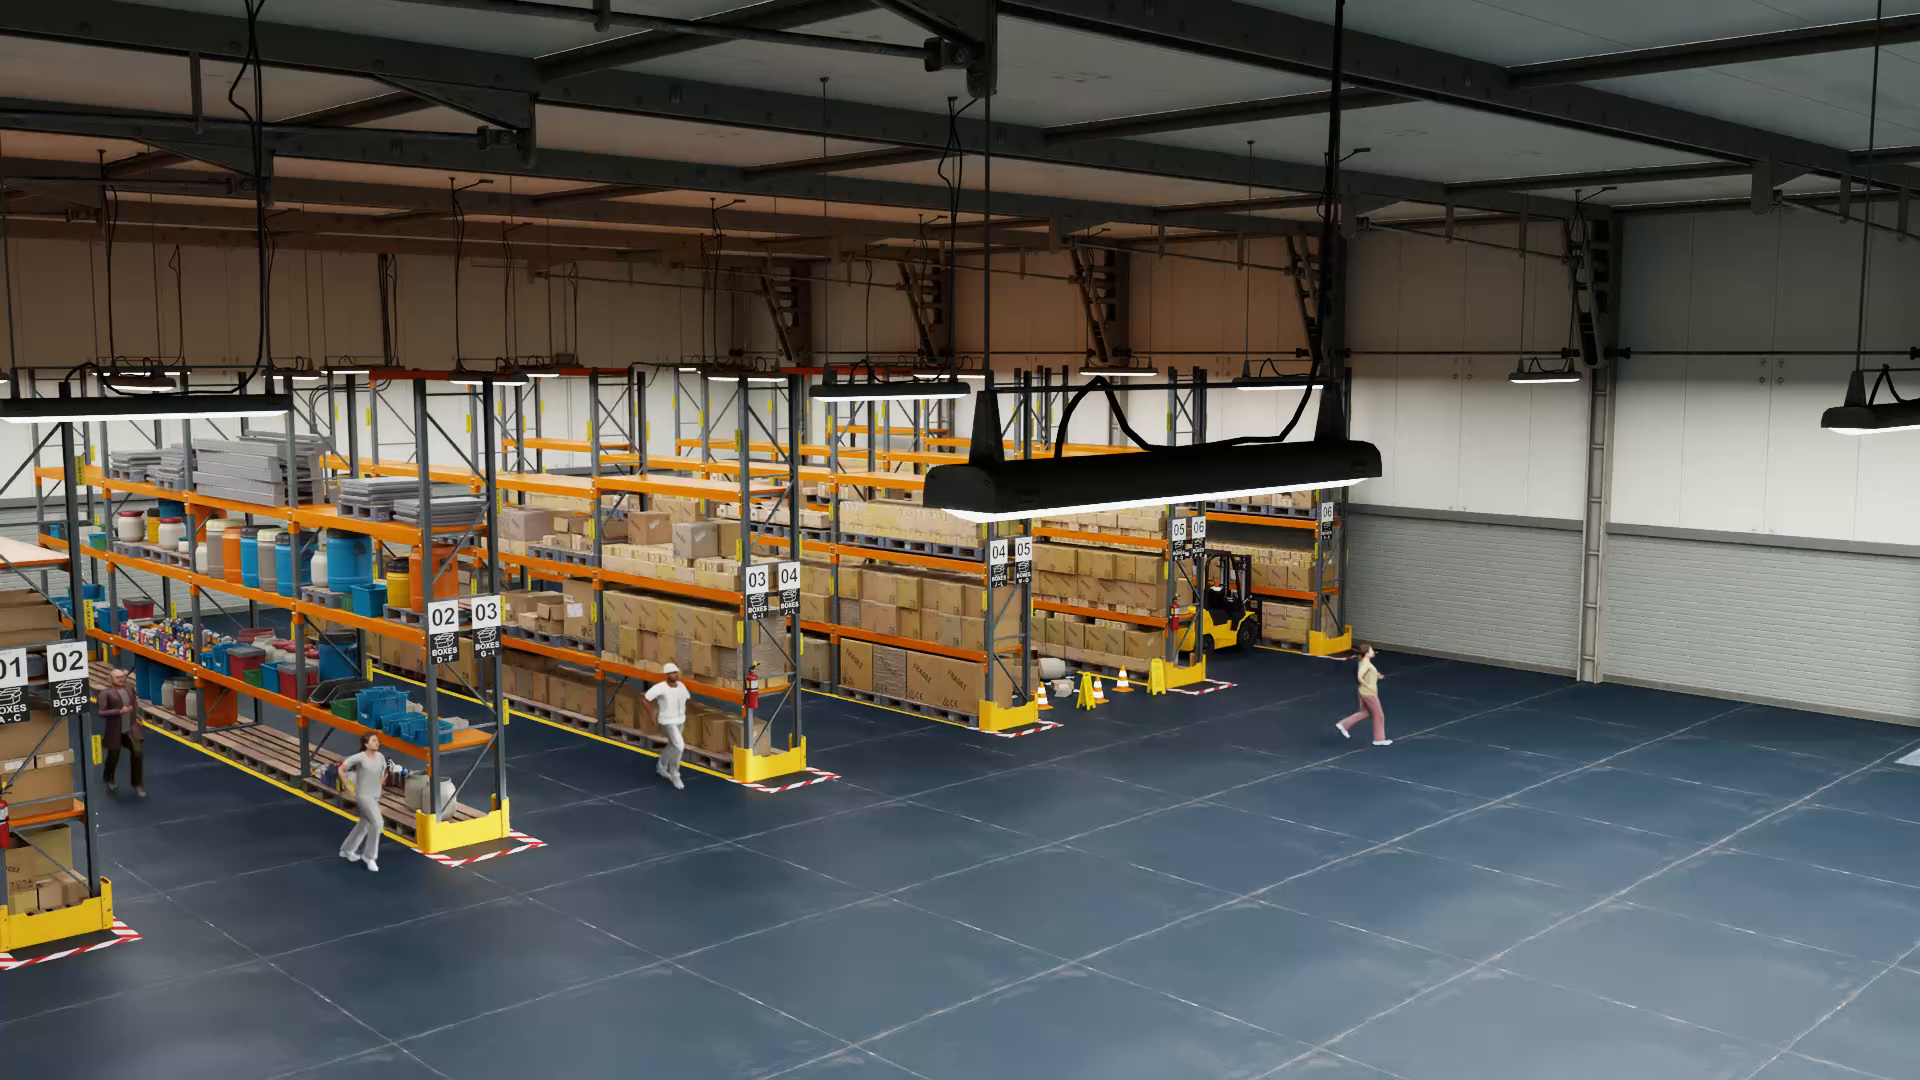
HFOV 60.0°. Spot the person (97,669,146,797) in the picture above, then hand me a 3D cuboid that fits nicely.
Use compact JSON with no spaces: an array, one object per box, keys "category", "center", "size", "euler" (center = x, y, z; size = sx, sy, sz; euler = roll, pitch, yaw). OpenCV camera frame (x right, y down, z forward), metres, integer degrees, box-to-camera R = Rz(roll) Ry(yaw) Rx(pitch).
[{"category":"person","center":[-12.032,2.765,23.831],"size":[0.865,1.833,0.677],"euler":[5,8,39]}]

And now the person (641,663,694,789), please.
[{"category":"person","center":[-4.220,2.708,24.369],"size":[0.766,1.828,0.669],"euler":[4,8,33]}]

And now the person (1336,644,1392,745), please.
[{"category":"person","center":[6.533,2.485,26.792],"size":[0.895,1.643,0.588],"euler":[0,6,1]}]

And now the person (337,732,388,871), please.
[{"category":"person","center":[-7.359,3.217,20.582],"size":[0.699,1.716,0.556],"euler":[2,7,19]}]
